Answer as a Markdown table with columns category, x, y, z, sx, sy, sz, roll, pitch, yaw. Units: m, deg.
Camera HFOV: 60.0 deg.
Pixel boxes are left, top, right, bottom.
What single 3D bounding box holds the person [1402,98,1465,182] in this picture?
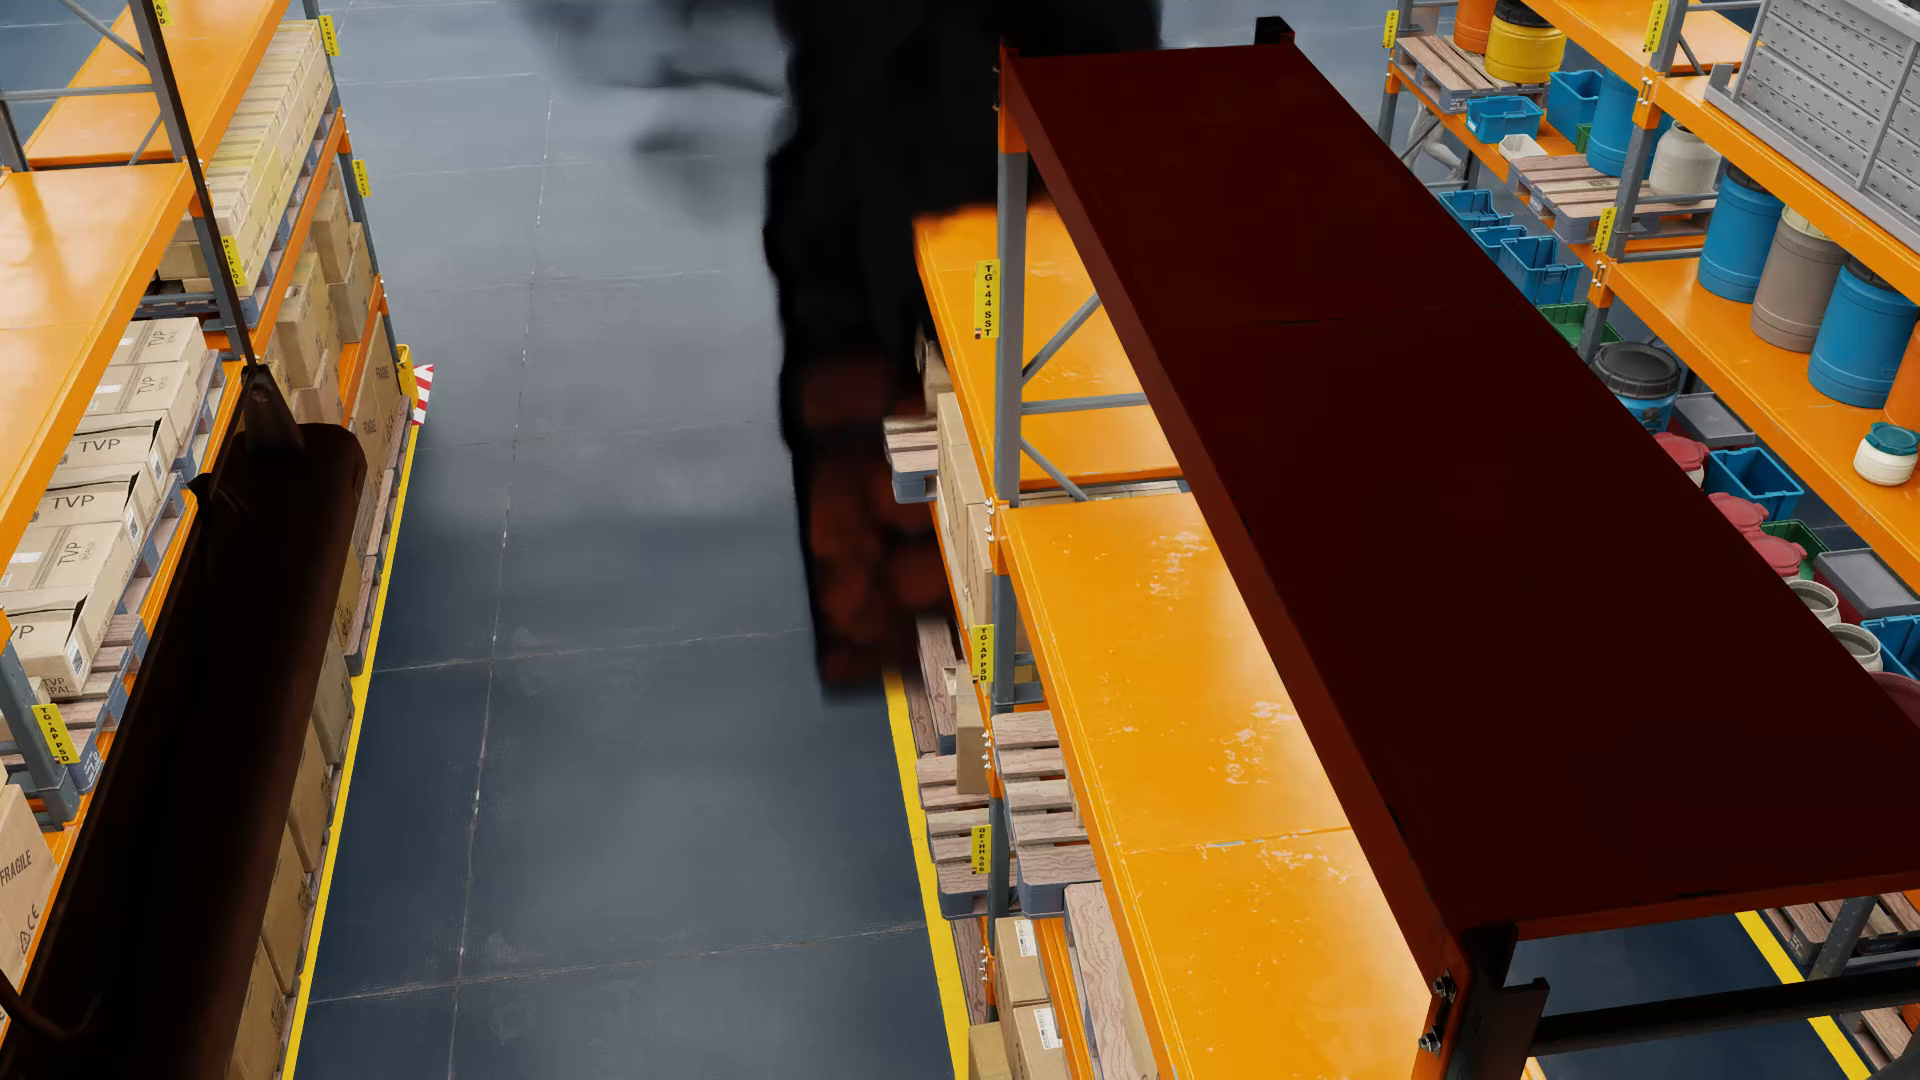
| category | x | y | z | sx | sy | sz | roll | pitch | yaw |
| --- | --- | --- | --- | --- | --- | --- | --- | --- | --- |
| person | 5.288 | -4.773 | 18.532 | 0.902 | 1.646 | 0.613 | 12 | 38 | 16 |
